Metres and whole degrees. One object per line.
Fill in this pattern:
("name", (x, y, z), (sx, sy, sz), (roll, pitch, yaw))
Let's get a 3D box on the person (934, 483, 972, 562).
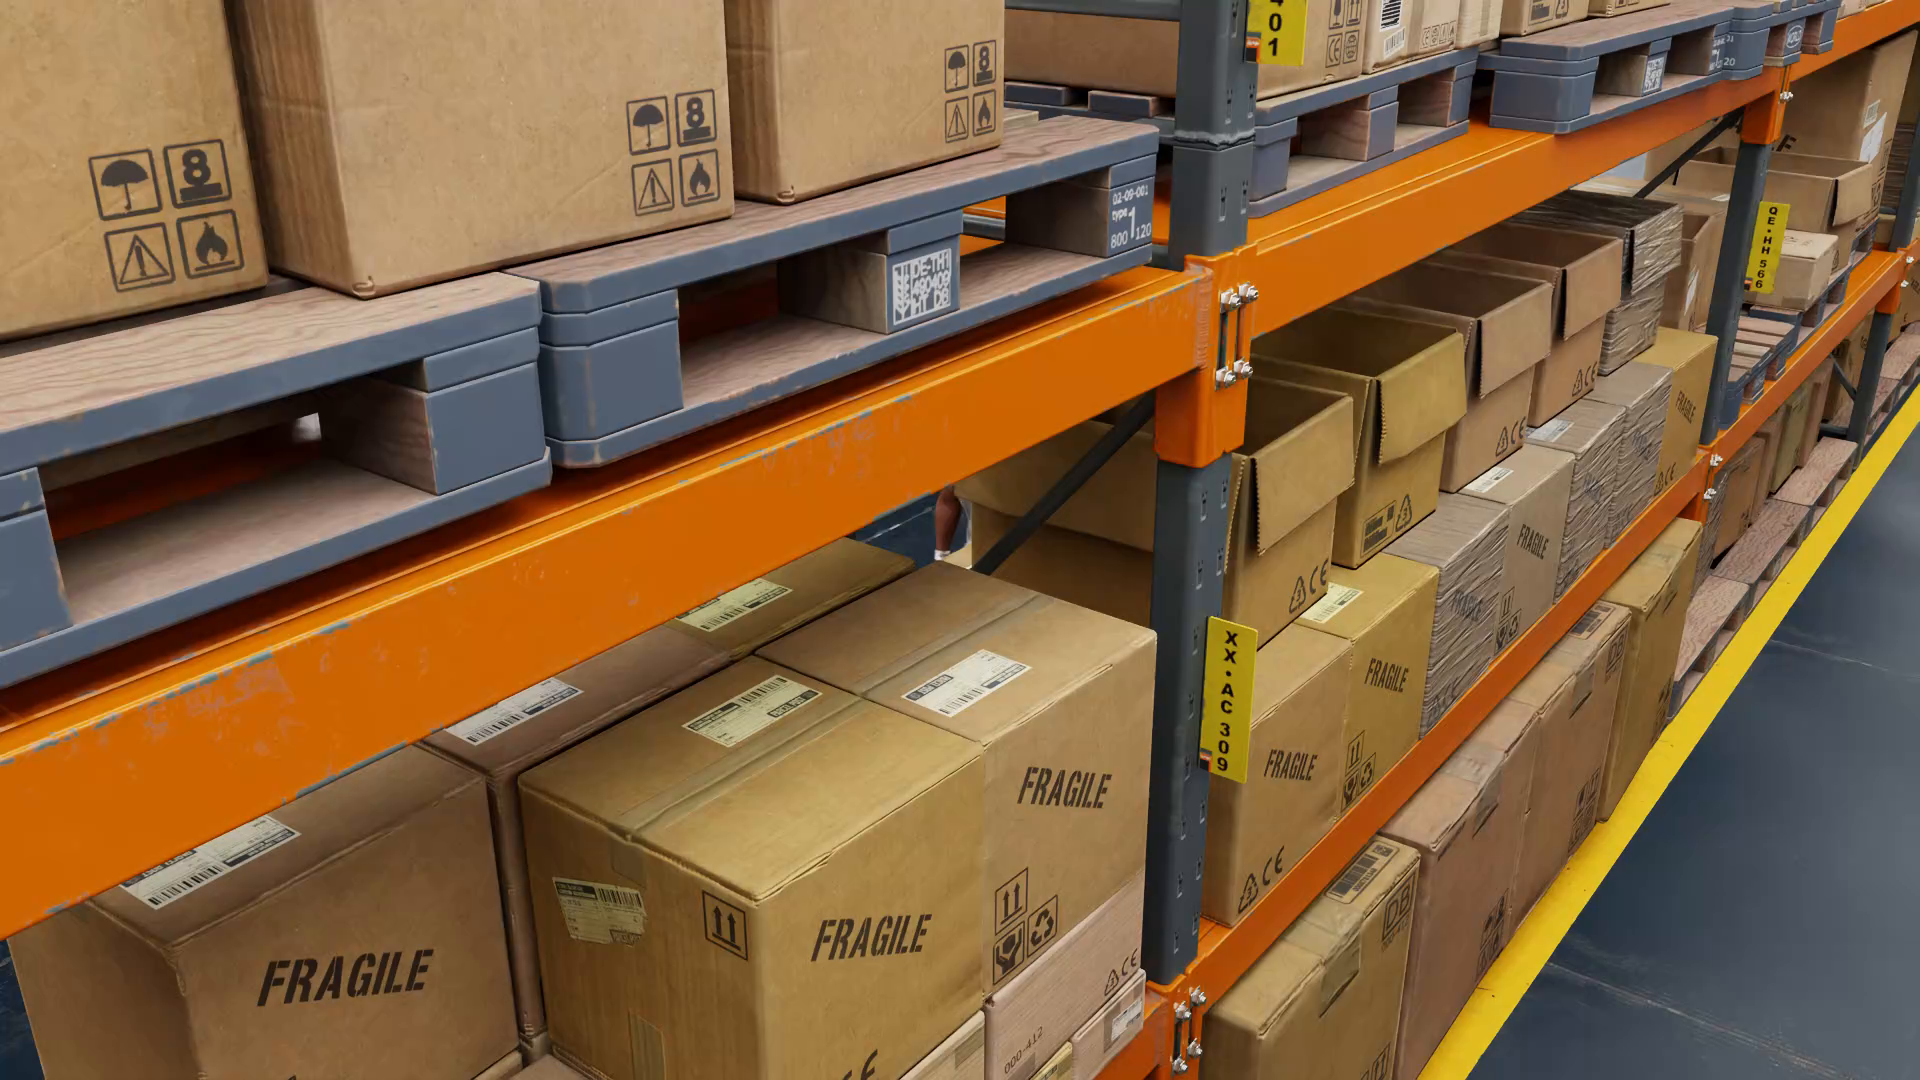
("person", (0.175, 0.115, 6.484), (0.594, 1.644, 0.584), (17, 29, 34))
